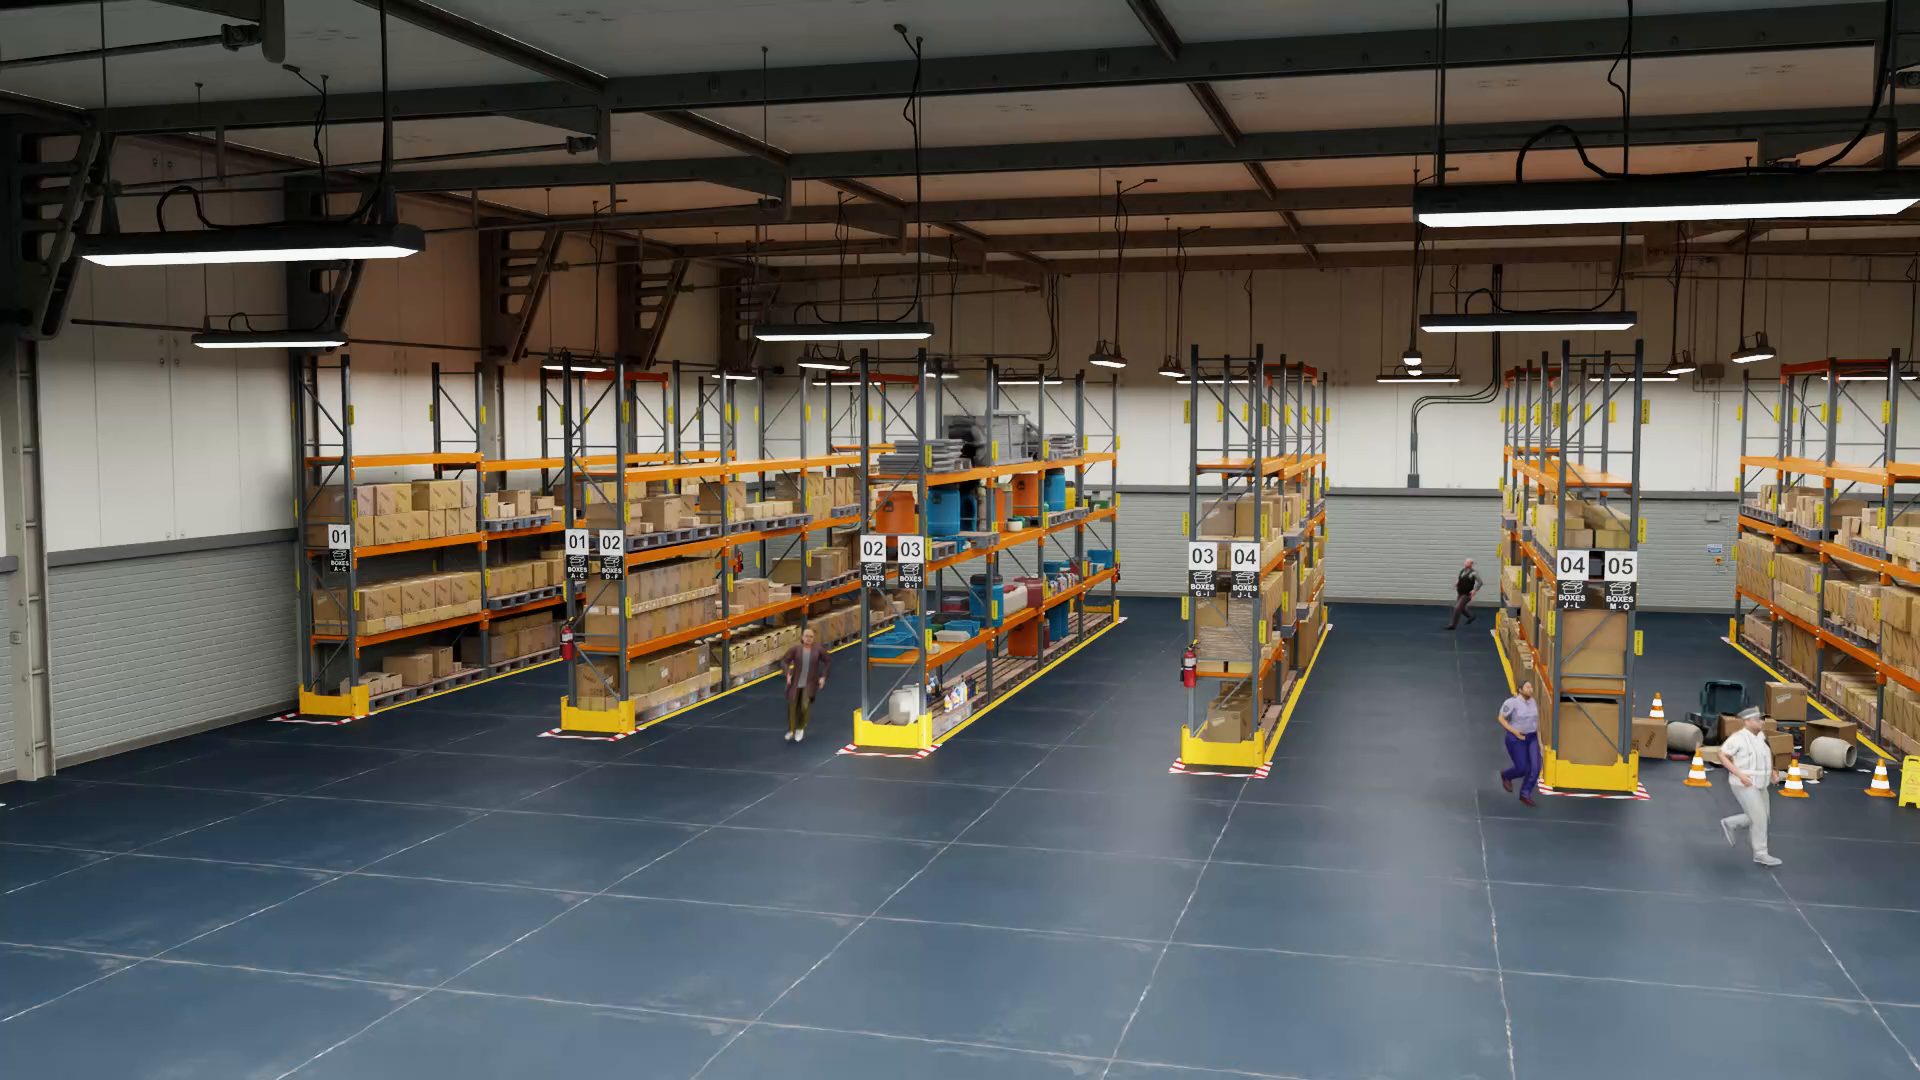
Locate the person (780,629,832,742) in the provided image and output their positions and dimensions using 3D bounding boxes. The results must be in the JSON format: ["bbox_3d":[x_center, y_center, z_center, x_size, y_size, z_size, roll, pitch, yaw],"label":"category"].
[{"bbox_3d":[-2.378,2.229,25.497,0.775,1.732,0.647,0,4,3],"label":"person"}]

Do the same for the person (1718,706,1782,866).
[{"bbox_3d":[8.871,2.732,18.692,0.694,1.752,0.821,-3,5,-32],"label":"person"}]

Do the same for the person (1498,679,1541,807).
[{"bbox_3d":[7.258,2.609,21.517,0.642,1.617,0.587,-1,4,-17],"label":"person"}]

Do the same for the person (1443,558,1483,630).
[{"bbox_3d":[11.737,1.261,38.590,0.932,1.683,0.718,-2,5,-20],"label":"person"}]
